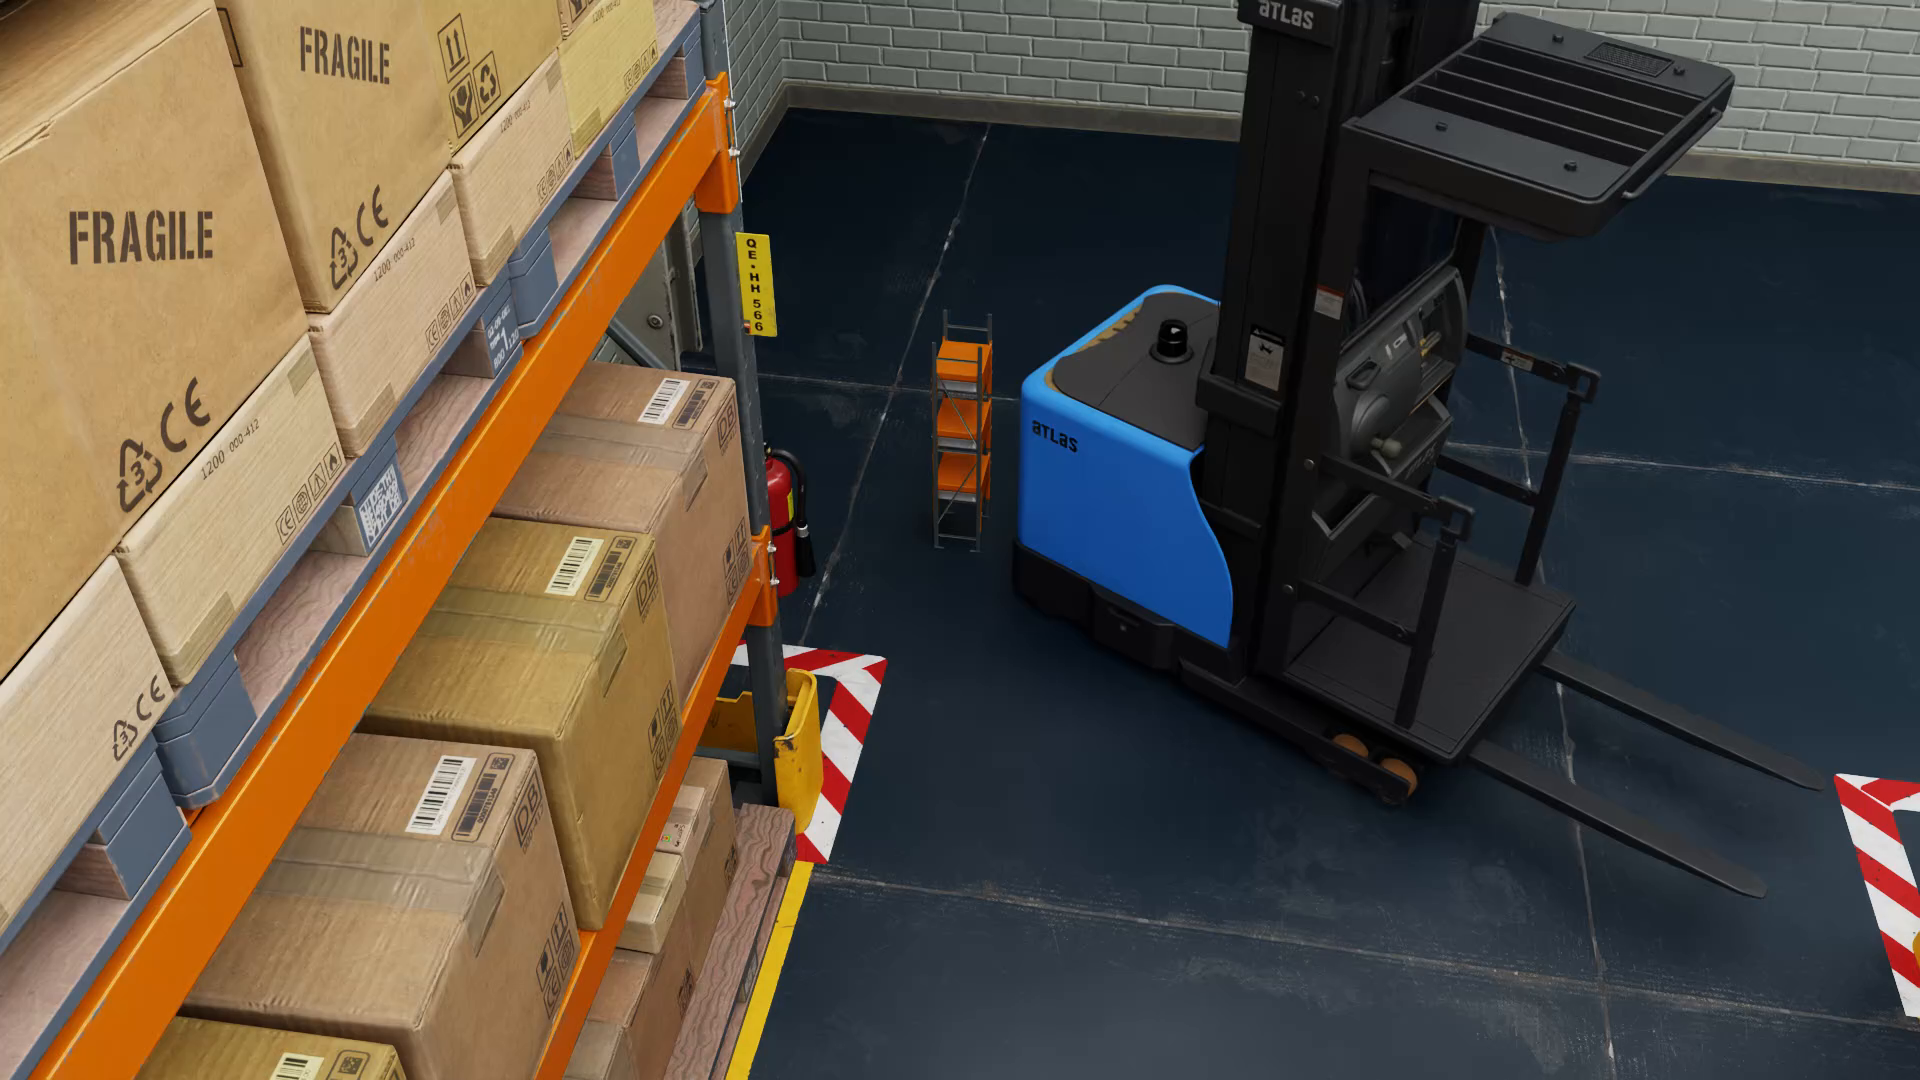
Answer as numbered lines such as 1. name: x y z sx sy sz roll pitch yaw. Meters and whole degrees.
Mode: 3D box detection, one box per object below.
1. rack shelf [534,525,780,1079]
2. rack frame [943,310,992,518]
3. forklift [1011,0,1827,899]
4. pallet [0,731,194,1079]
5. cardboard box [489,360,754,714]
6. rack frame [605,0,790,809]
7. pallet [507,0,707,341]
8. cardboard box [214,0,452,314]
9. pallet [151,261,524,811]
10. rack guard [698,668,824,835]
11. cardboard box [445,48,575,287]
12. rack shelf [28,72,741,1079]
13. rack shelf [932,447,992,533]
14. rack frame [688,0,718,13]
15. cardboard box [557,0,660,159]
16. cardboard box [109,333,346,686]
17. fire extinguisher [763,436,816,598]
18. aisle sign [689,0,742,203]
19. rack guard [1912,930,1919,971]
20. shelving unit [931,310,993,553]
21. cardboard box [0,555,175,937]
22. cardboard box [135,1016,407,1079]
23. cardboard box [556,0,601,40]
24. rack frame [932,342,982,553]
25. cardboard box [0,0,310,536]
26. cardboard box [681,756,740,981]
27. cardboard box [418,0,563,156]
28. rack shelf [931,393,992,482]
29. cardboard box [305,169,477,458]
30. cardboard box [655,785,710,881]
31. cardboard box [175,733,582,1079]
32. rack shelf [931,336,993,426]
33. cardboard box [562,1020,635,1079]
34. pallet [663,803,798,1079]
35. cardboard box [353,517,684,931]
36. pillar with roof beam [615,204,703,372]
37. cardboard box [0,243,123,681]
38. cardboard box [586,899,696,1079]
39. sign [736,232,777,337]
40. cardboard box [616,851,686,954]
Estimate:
1. rack shelf: -1.451 1.288 3.903 1.077 0.370 4.000 6 40 8
2. rack frame: 0.030 -0.515 7.049 0.200 1.050 0.008 6 40 8
3. forklift: 1.677 -0.550 5.615 3.031 2.935 1.130 27 47 29
4. pallet: -1.646 0.632 1.847 1.003 0.211 1.213 6 40 8
5. cardboard box: -1.184 -0.039 4.707 0.980 0.700 0.700 8 40 10
6. rack frame: -1.105 -0.244 5.191 1.000 3.000 0.127 6 40 8
7. pallet: -1.223 -0.899 3.699 1.003 0.211 1.213 6 40 8
8. cardboard box: -1.143 -0.701 2.511 0.500 0.500 0.500 5 40 6
9. pallet: -1.432 -0.132 2.771 1.003 0.211 1.213 6 40 8
10. rack guard: -1.101 0.704 6.006 1.175 0.500 0.348 6 40 8
11. cardboard box: -1.060 -0.727 3.131 0.500 0.250 0.500 5 40 6
12. rack shelf: -1.451 0.132 2.947 1.077 0.370 4.000 6 40 8
13. rack shelf: 0.009 -0.216 7.140 0.215 0.259 0.240 6 40 8
14. rack frame: -1.105 -2.556 3.280 1.000 3.000 0.127 6 40 8
15. cardboard box: -0.971 -1.054 3.526 0.500 0.250 0.500 8 40 9
16. cardboard box: -1.235 -0.078 2.346 0.500 0.250 0.500 5 40 6
17. fire extinguisher: -0.625 -0.115 5.388 0.296 0.674 0.183 6 40 8
18. aisle sign: -0.797 -1.258 4.378 0.394 0.787 0.004 6 40 8
19. rack guard: 3.761 1.311 5.272 1.175 0.500 0.348 6 40 8
20. shelving unit: 0.009 -0.438 6.956 0.215 1.050 0.252 6 40 8
21. cardboard box: -1.316 0.245 1.956 0.500 0.250 0.500 6 40 7
22. cardboard box: -1.556 1.354 3.023 0.980 0.700 0.700 5 40 7
23. cardboard box: -0.963 -1.343 3.287 0.500 0.500 0.500 6 40 8
24. rack frame: -0.012 -0.362 6.863 0.200 1.050 0.008 6 40 8
25. cardboard box: -1.235 -0.372 2.113 0.500 0.500 0.500 7 40 8
26. cardboard box: -1.128 1.008 5.309 0.700 0.500 0.500 6 40 8
27. cardboard box: -1.061 -1.030 2.908 0.500 0.500 0.500 8 40 9
28. rack shelf: 0.009 -0.430 6.963 0.215 0.259 0.240 6 40 8
29. cardboard box: -1.145 -0.400 2.736 0.500 0.250 0.500 5 40 6
30. cardboard box: -0.971 0.858 4.981 0.380 0.149 0.250 6 40 7
31. cardboard box: -1.440 0.897 3.576 0.980 0.700 0.700 5 40 6
32. rack shelf: 0.009 -0.649 6.782 0.215 0.259 0.240 6 40 8
33. cardboard box: -1.301 1.637 4.548 0.700 0.500 0.500 5 40 6
34. pallet: -1.167 1.341 5.463 1.003 0.211 1.213 6 40 8
35. cardboard box: -1.299 0.419 4.154 0.980 0.700 0.700 6 40 7
36. pillar with roof beam: 2.750 -3.872 4.871 9.100 9.000 0.400 6 40 8
37. cardboard box: -1.315 -0.061 1.737 0.500 0.500 0.500 6 40 7
38. cardboard box: -1.214 1.322 4.930 0.700 0.500 0.500 6 40 8
39. sign: -0.573 -0.713 4.664 0.100 0.325 0.005 6 40 8
40. cardboard box: -1.014 1.019 4.787 0.380 0.149 0.250 7 40 9
